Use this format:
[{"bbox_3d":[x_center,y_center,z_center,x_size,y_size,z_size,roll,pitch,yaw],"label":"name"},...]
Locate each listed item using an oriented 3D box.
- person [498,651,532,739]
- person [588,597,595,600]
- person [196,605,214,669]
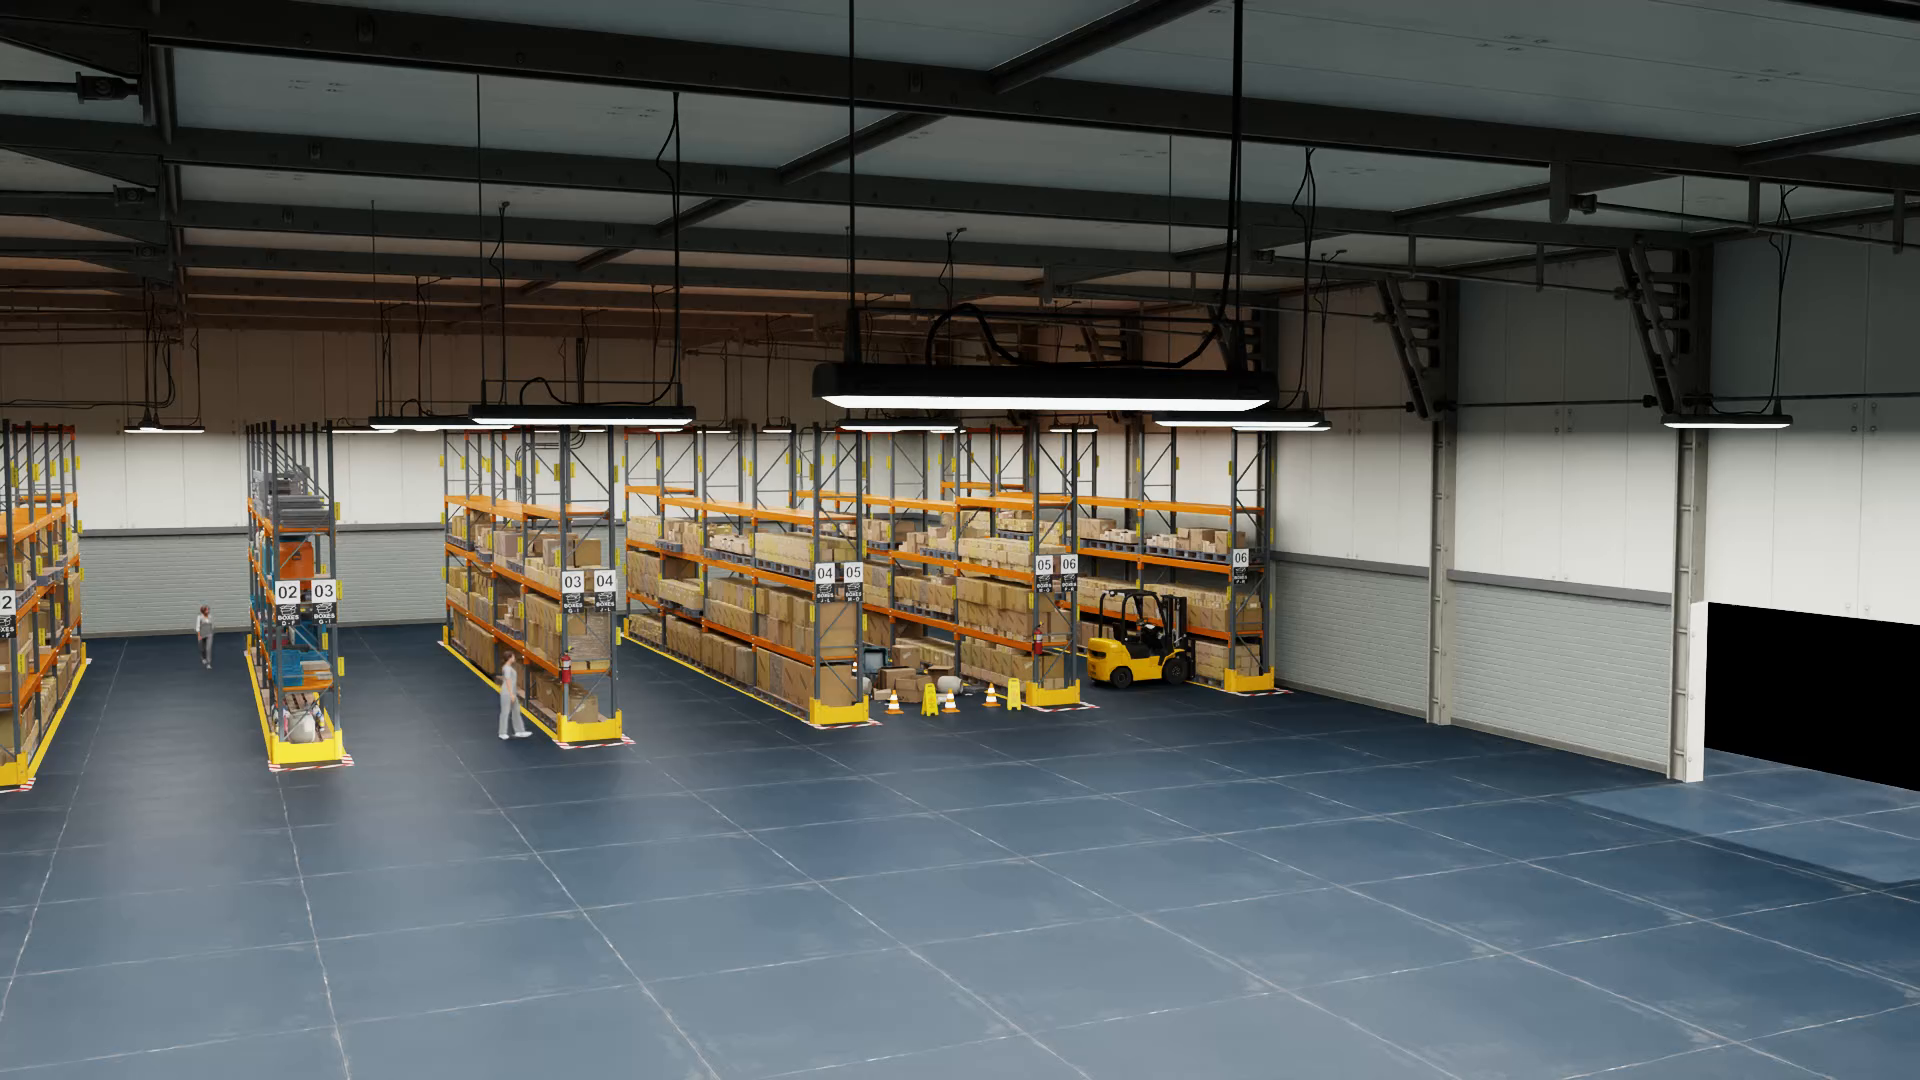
[{"bbox_3d":[-8.478,2.925,31.534,0.571,1.666,0.488,0,4,4],"label":"person"},{"bbox_3d":[-10.683,1.875,47.438,0.640,1.751,0.841,1,4,8],"label":"person"},{"bbox_3d":[-18.612,2.377,41.014,0.386,1.552,0.865,-1,4,-20],"label":"person"}]
